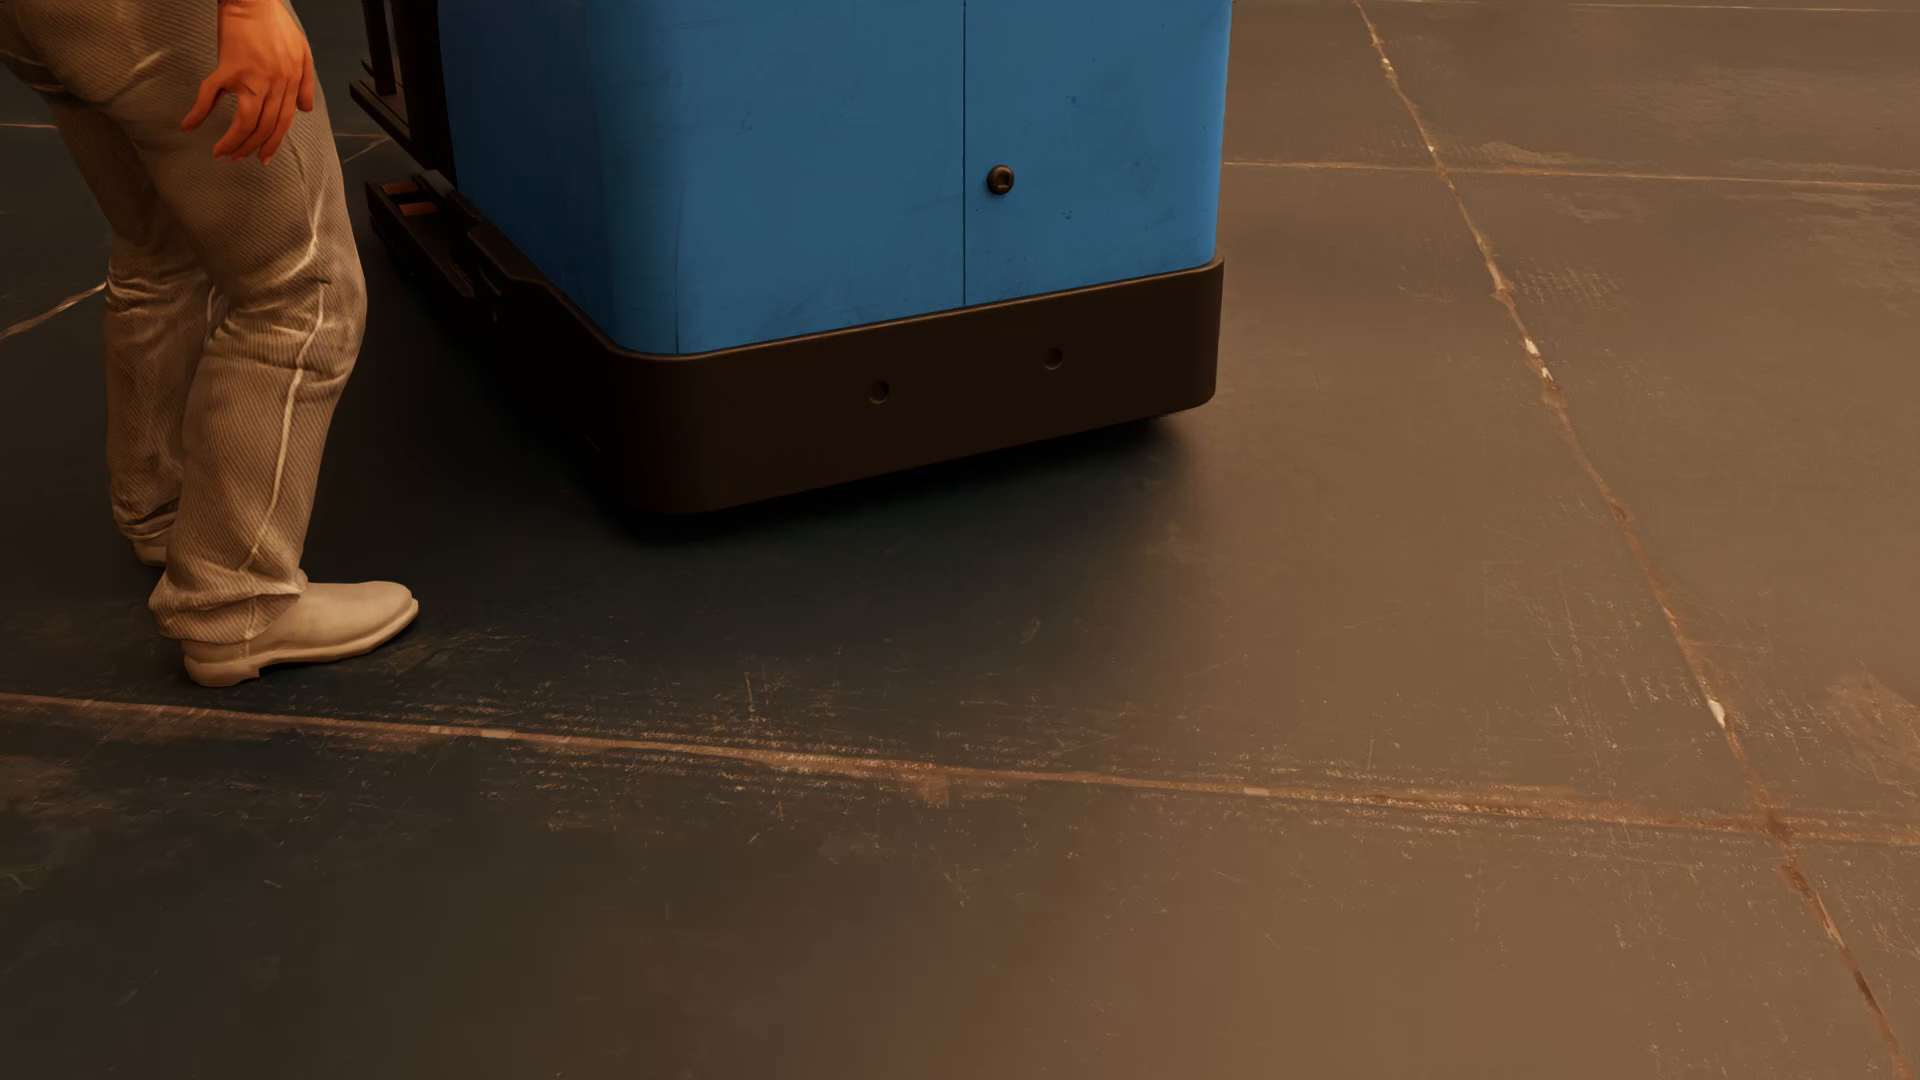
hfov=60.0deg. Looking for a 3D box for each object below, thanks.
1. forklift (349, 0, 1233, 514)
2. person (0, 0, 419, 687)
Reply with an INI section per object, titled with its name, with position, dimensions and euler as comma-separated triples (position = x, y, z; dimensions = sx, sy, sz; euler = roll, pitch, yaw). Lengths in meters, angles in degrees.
[forklift]
position = -0.702, -1.973, 3.171
dimensions = 1.130, 2.935, 3.031
euler = -13, 29, -25
[person]
position = -0.941, -0.689, 1.924
dimensions = 0.764, 1.748, 0.421
euler = 23, 35, 38
